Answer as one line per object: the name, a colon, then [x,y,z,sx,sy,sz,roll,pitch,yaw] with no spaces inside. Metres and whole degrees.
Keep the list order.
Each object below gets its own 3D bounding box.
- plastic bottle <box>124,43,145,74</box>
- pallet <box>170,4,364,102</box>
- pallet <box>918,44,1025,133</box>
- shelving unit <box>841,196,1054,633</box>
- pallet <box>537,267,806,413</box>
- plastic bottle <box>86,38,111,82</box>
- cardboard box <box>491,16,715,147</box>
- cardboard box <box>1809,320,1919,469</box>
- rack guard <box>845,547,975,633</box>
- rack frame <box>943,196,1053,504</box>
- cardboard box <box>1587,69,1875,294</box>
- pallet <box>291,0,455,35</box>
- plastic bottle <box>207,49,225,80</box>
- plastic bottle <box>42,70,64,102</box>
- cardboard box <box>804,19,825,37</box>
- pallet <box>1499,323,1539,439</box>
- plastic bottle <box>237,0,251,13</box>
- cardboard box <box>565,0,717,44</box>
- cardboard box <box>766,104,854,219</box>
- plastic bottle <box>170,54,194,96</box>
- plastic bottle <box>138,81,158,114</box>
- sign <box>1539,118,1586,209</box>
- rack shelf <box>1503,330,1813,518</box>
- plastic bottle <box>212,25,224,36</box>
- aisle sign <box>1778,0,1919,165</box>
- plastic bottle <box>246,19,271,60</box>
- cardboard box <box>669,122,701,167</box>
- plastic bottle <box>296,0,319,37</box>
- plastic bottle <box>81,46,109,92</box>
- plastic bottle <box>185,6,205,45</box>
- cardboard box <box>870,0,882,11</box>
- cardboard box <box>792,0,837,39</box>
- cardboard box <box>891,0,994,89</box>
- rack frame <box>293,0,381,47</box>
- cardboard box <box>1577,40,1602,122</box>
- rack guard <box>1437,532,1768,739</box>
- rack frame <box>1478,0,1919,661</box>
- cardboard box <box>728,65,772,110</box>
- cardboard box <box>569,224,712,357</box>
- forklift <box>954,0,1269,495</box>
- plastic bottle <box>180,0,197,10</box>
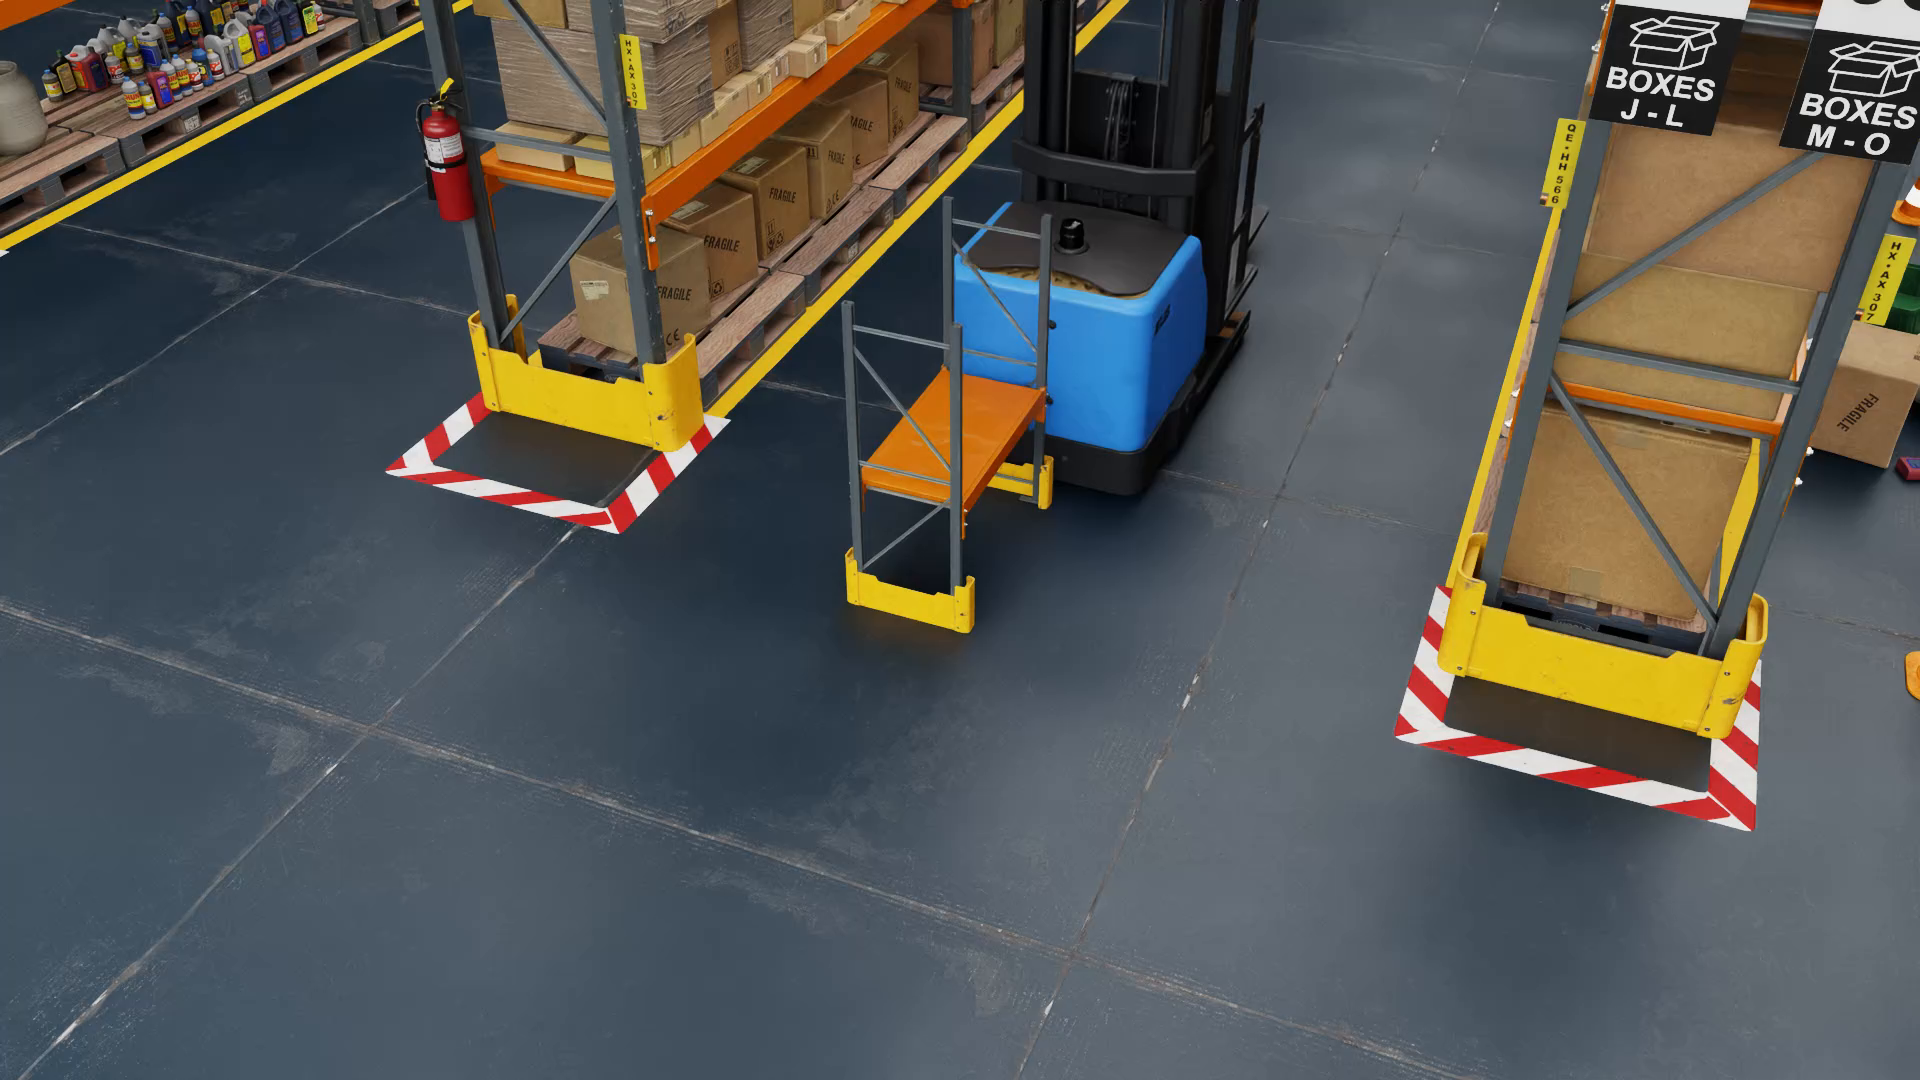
plastic bottle: [-5.855,-3.416,11.785,0.097,0.201,0.097,0,37,0]
pallet: [-5.283,-3.680,12.497,1.003,0.211,1.213,14,39,18]
pallet: [-0.113,-3.346,12.050,1.003,0.211,1.213,14,39,18]
shelving unit: [-0.029,-0.559,7.245,0.587,1.500,1.083,14,39,18]
pallet: [-1.559,-1.183,9.157,1.003,0.211,1.213,14,39,18]
plastic bottle: [-6.043,-3.357,11.643,0.152,0.276,0.135,13,39,16]
cardboard box: [-1.695,-2.274,7.955,0.875,0.500,0.500,14,39,18]
cardboard box: [4.499,-0.752,8.336,0.500,0.500,0.500,21,42,25]
rack guard: [-0.219,0.218,7.250,0.587,0.250,0.087,14,39,18]
rack frame: [0.161,-0.835,7.614,0.500,1.500,0.032,14,39,18]
cardboard box: [2.795,-1.320,5.983,0.875,0.550,0.550,14,39,18]
pallet: [-4.726,-4.486,13.575,1.003,0.211,1.213,14,39,18]
plastic bottle: [-5.248,-3.347,11.692,0.097,0.201,0.097,0,37,0]
plastic bottle: [-6.217,-3.117,11.384,0.097,0.201,0.097,0,37,0]
cardboard box: [-0.968,-2.796,9.196,0.380,0.149,0.250,14,39,18]
pallet: [3.316,-0.647,8.440,1.003,0.211,1.213,14,39,18]
plastic bottle: [-5.515,-4.166,12.730,0.097,0.271,0.097,0,37,0]
cardboard box: [-1.469,-2.619,7.581,0.500,0.500,0.500,14,39,18]
cardboard box: [-0.972,-2.305,10.066,0.500,0.500,0.500,11,38,14]
plastic bottle: [-5.364,-3.206,11.445,0.097,0.271,0.097,0,37,0]
plastic bottle: [-5.493,-2.990,11.215,0.097,0.201,0.097,0,37,0]
sign: [2.122,-1.321,5.846,0.100,0.325,0.005,14,39,18]
rack shelf: [3.379,-1.450,7.785,1.077,0.370,4.000,14,39,18]
plastic bottle: [-5.267,-3.549,11.895,0.061,0.283,0.133,14,39,18]
aisle sign: [2.869,-1.564,5.166,0.394,0.787,0.004,14,39,18]
plastic bottle: [-5.063,-3.619,11.988,0.061,0.283,0.133,16,40,21]
cardboard box: [-1.488,-1.953,8.068,0.380,0.149,0.250,14,39,18]
plastic bottle: [-4.866,-3.906,12.372,0.061,0.283,0.133,16,40,20]
plastic bottle: [-5.997,-3.259,11.506,0.061,0.283,0.133,14,39,18]
plastic bottle: [-5.623,-3.783,12.217,0.097,0.271,0.097,0,37,0]
cardboard box: [-0.682,-3.211,9.751,0.380,0.149,0.250,14,39,18]
cardboard box: [-1.185,-3.119,9.086,0.875,0.500,0.500,14,39,18]
cardboard box: [-0.155,-3.541,11.703,0.700,0.500,0.500,11,38,14]
rack frame: [-4.988,-5.159,12.147,1.000,3.000,0.127,14,39,18]
cardboard box: [4.293,-2.477,10.086,1.050,0.750,0.750,14,39,18]
rack guard: [2.609,0.384,6.819,1.175,0.500,0.348,14,39,18]
rack frame: [2.618,-0.631,6.088,1.000,3.000,0.127,14,39,18]
cardboard box: [-1.202,-2.368,8.623,0.380,0.149,0.250,14,39,18]
cardboard box: [-1.677,-1.325,8.755,0.500,0.500,0.500,21,42,26]
forklift: [0.960,-2.265,8.333,1.130,2.935,3.031,15,39,19]
plastic bottle: [-5.679,-3.922,12.337,0.144,0.351,0.185,15,39,19]
